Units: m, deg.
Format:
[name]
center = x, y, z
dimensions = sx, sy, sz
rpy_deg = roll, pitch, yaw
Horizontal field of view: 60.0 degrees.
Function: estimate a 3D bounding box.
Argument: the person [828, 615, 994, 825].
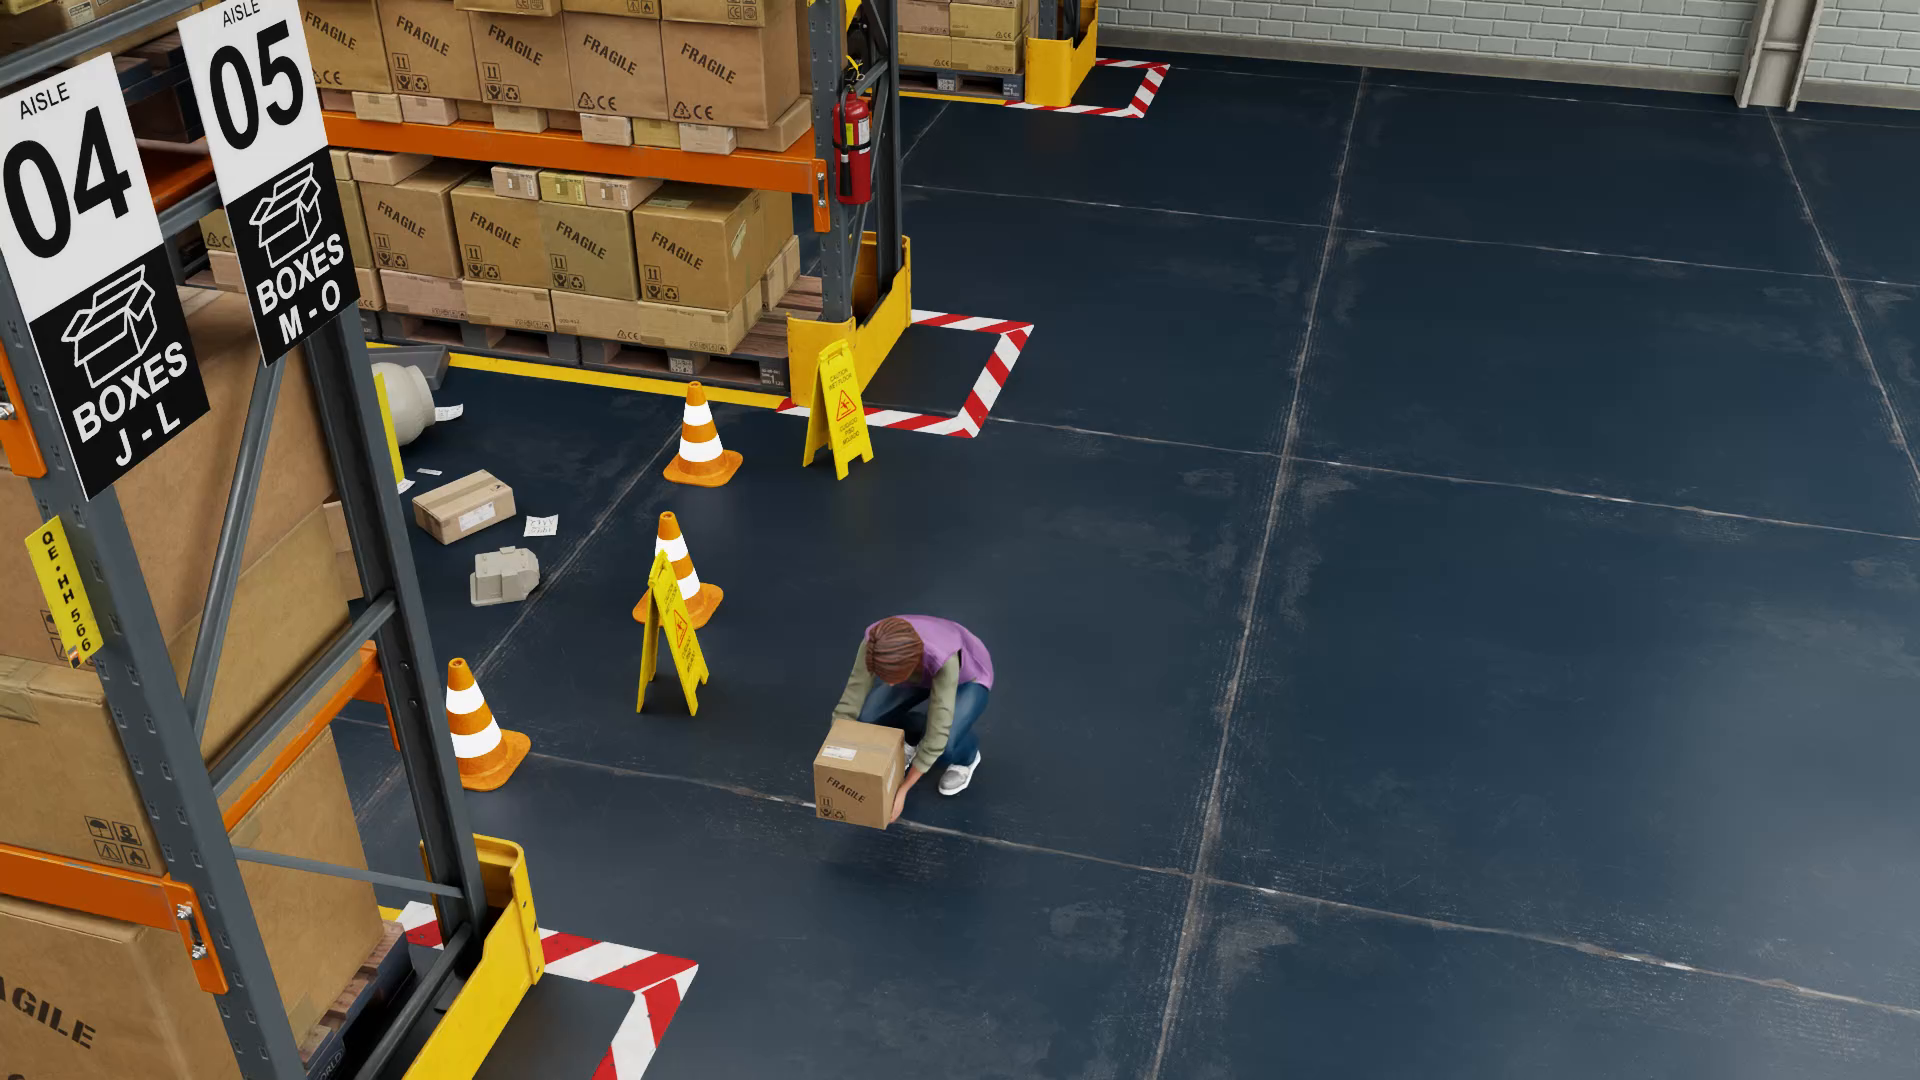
[person]
center = -0.167, 0.566, 5.940
dimensions = 0.455, 0.889, 0.858
rpy_deg = 19, 38, 26
